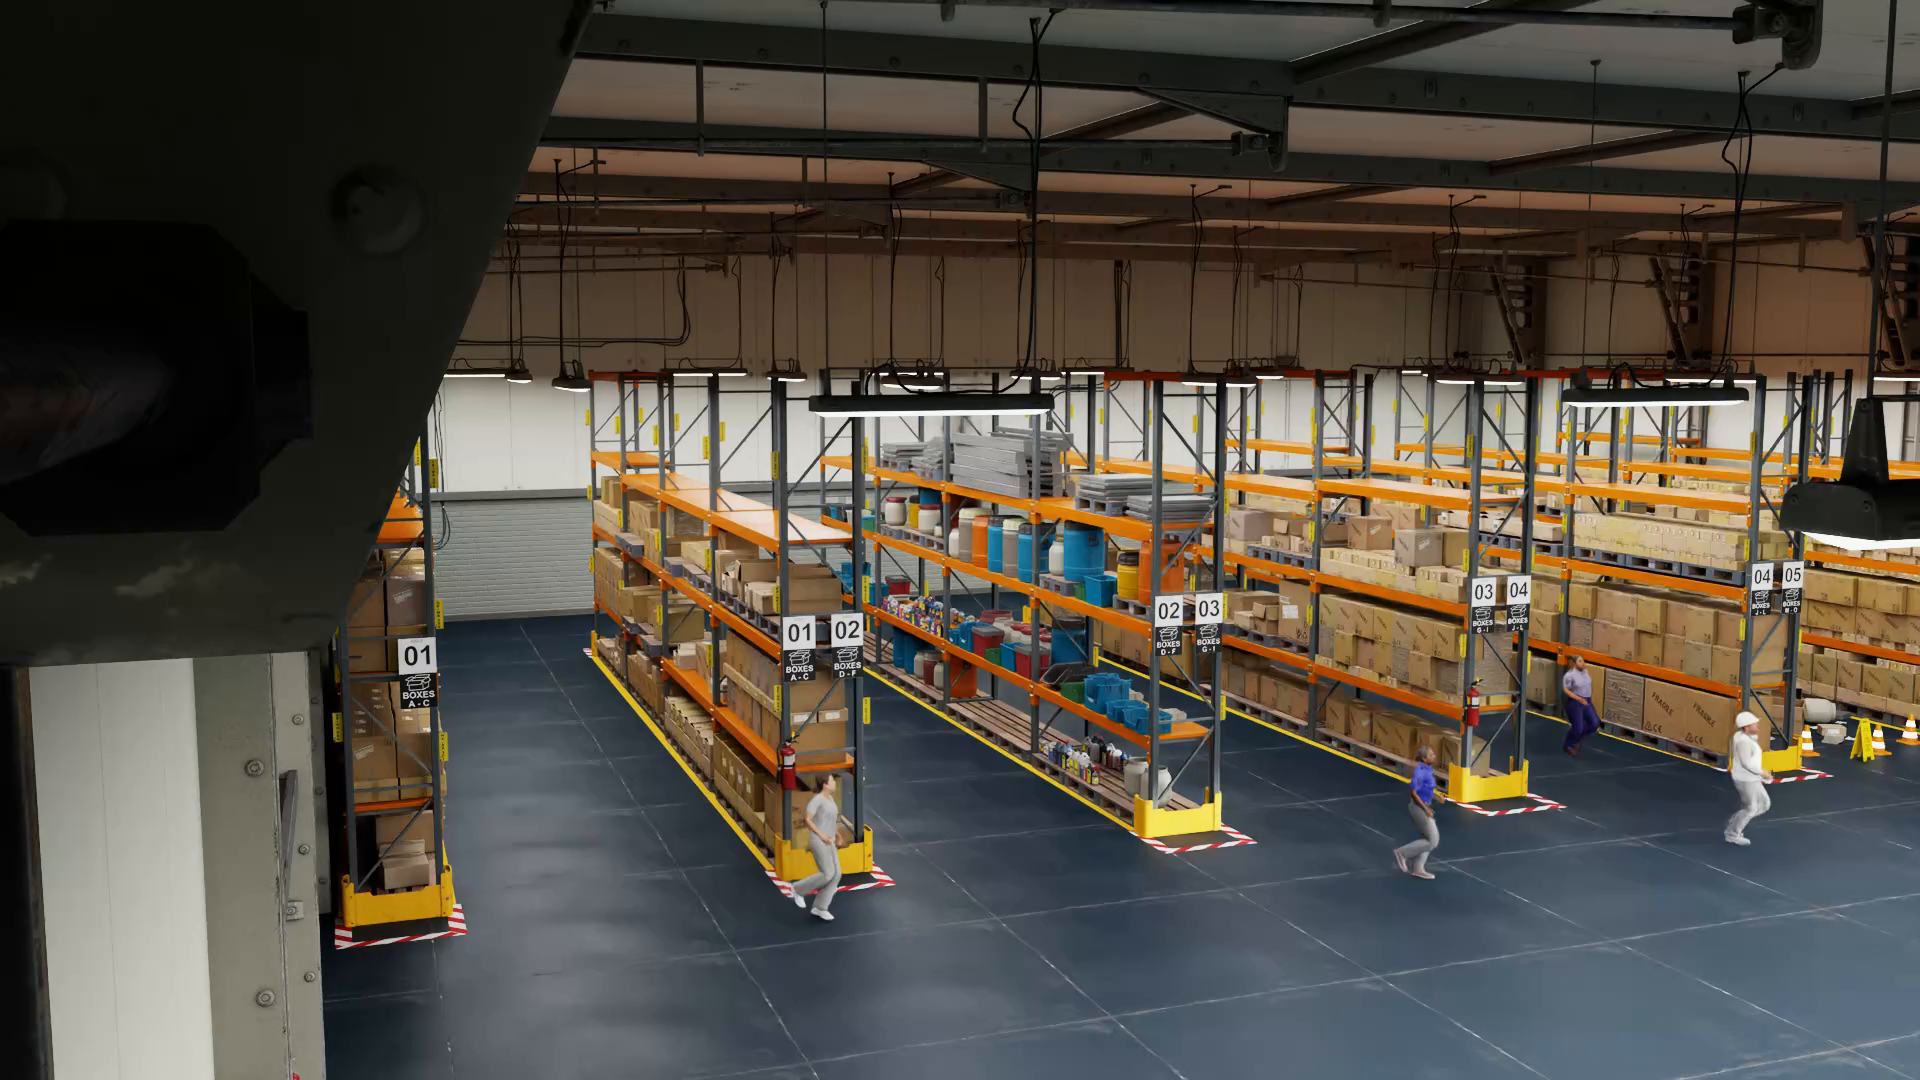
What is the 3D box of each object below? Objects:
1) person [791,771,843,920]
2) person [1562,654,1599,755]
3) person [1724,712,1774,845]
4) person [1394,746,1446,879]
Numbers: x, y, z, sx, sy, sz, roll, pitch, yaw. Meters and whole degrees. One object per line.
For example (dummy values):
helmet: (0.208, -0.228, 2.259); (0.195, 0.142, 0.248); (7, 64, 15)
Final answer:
person: (-1.590, 3.437, 18.935); (0.572, 1.619, 0.627); (2, 7, 21)
person: (9.804, 2.615, 26.270); (0.617, 1.598, 0.527); (-3, 7, -27)
person: (10.215, 3.074, 21.510); (0.542, 1.731, 0.672); (3, 7, 22)
person: (5.582, 3.298, 20.166); (0.598, 1.619, 0.572); (2, 7, 14)
